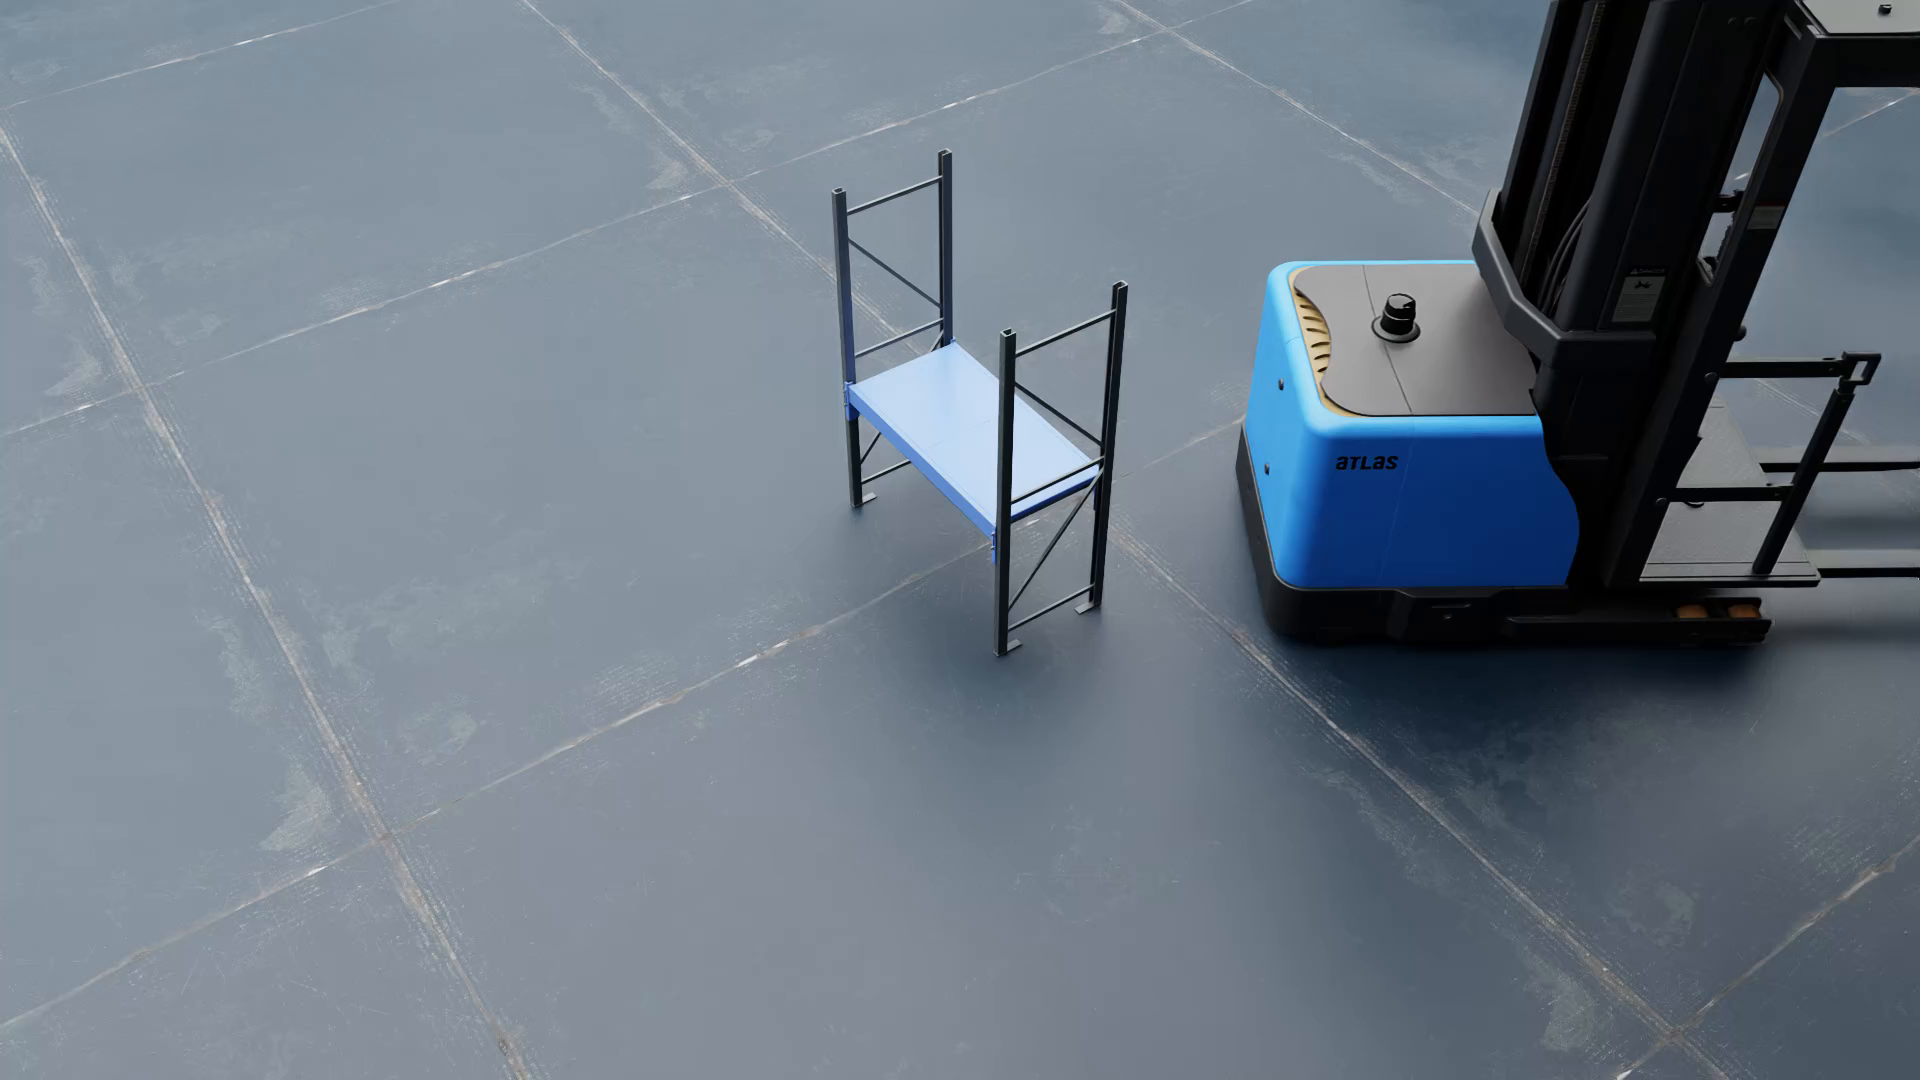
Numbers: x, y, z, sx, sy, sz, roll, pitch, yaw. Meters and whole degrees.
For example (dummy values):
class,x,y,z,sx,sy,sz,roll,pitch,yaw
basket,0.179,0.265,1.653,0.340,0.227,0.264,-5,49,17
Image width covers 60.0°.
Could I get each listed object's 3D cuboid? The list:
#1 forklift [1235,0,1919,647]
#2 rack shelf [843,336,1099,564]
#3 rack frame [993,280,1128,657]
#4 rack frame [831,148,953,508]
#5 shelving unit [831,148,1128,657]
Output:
class,x,y,z,sx,sy,sz,roll,pitch,yaw
forklift,2.672,-1.024,5.701,3.031,2.935,1.130,-1,44,-1
rack shelf,0.049,-0.364,6.306,0.538,0.185,1.000,-26,49,-24
rack frame,0.340,-0.206,5.880,0.500,1.500,0.032,-26,49,-24
rack frame,-0.242,-0.782,6.483,0.500,1.500,0.032,-26,49,-24
shelving unit,0.049,-0.494,6.182,0.538,1.500,1.048,-26,49,-24
